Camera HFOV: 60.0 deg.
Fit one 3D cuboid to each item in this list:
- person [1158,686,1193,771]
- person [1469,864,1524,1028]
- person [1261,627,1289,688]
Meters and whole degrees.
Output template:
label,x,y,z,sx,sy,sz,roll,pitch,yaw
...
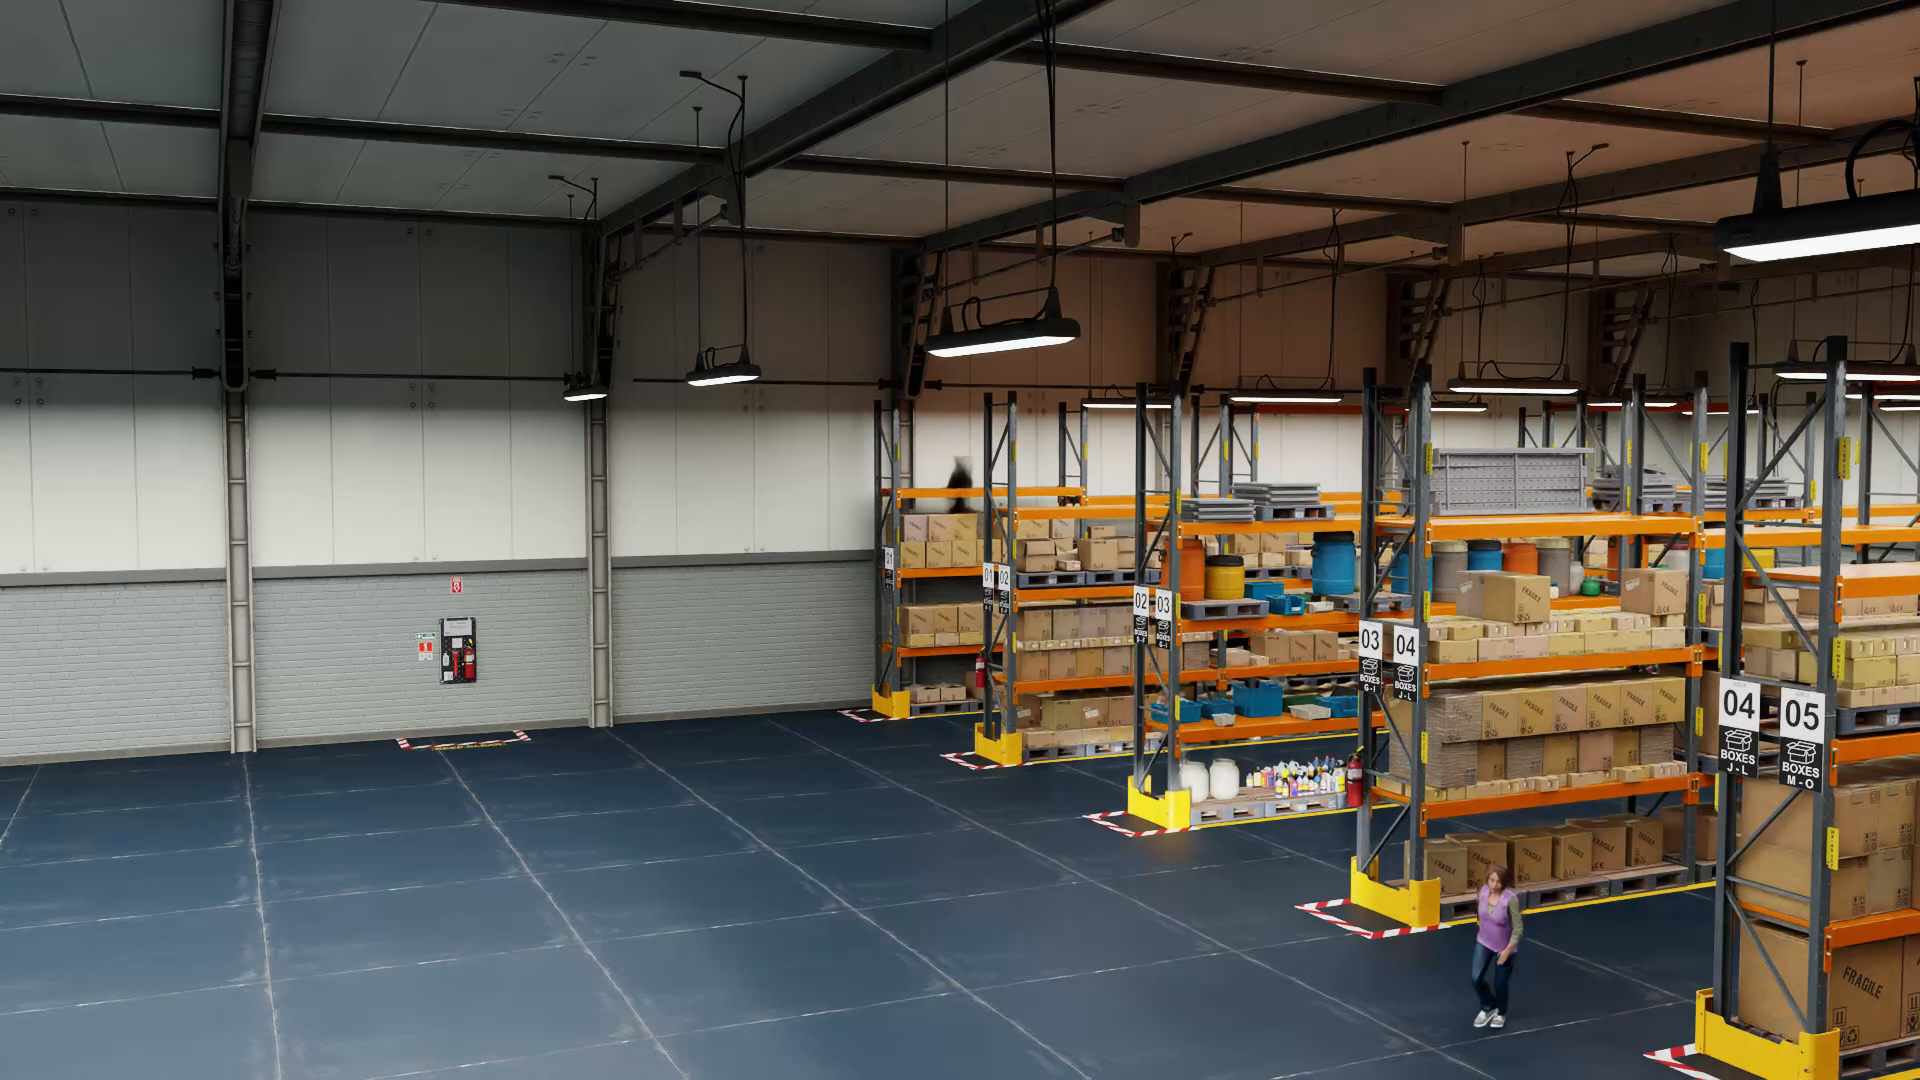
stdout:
label,x,y,z,sx,sy,sz,roll,pitch,yaw
person,3.325,2.943,25.584,0.579,1.444,0.853,3,5,45
person,4.686,3.546,14.440,0.480,1.533,0.746,3,4,38
person,6.322,2.369,33.133,0.992,1.757,0.696,-3,4,-39
